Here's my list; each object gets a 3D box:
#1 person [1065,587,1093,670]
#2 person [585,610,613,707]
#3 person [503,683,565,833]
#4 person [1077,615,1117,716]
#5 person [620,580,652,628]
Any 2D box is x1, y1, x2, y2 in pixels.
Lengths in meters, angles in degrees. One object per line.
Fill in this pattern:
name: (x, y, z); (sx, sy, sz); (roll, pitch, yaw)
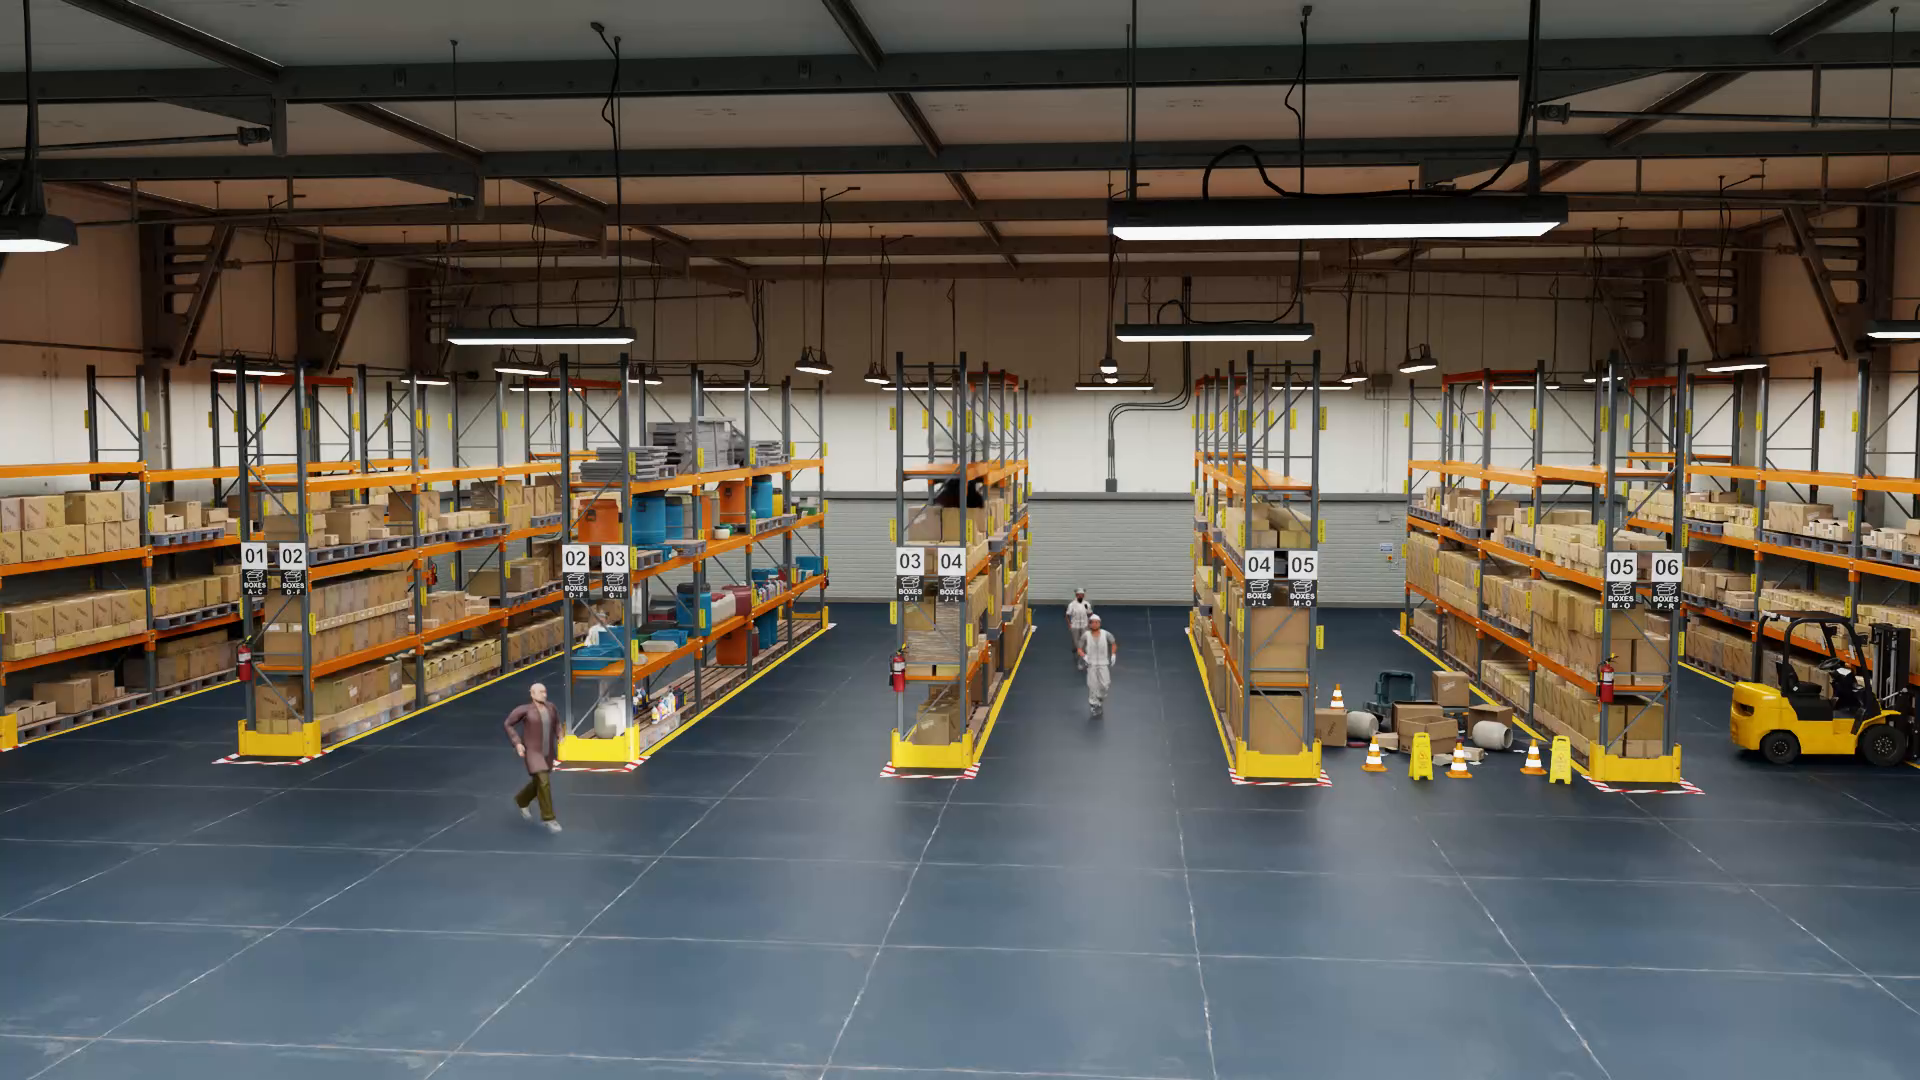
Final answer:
person: (2.432, 1.783, 33.772); (0.575, 1.665, 0.611); (0, 4, -3)
person: (-6.340, 2.071, 29.505); (0.620, 1.696, 0.832); (0, 4, 1)
person: (-5.219, 2.656, 20.535); (0.982, 1.798, 0.712); (3, 5, 35)
person: (2.317, 2.129, 28.053); (0.673, 1.738, 0.604); (0, 4, 1)
person: (-6.965, 1.583, 35.710); (0.645, 1.829, 0.774); (0, 4, -4)
